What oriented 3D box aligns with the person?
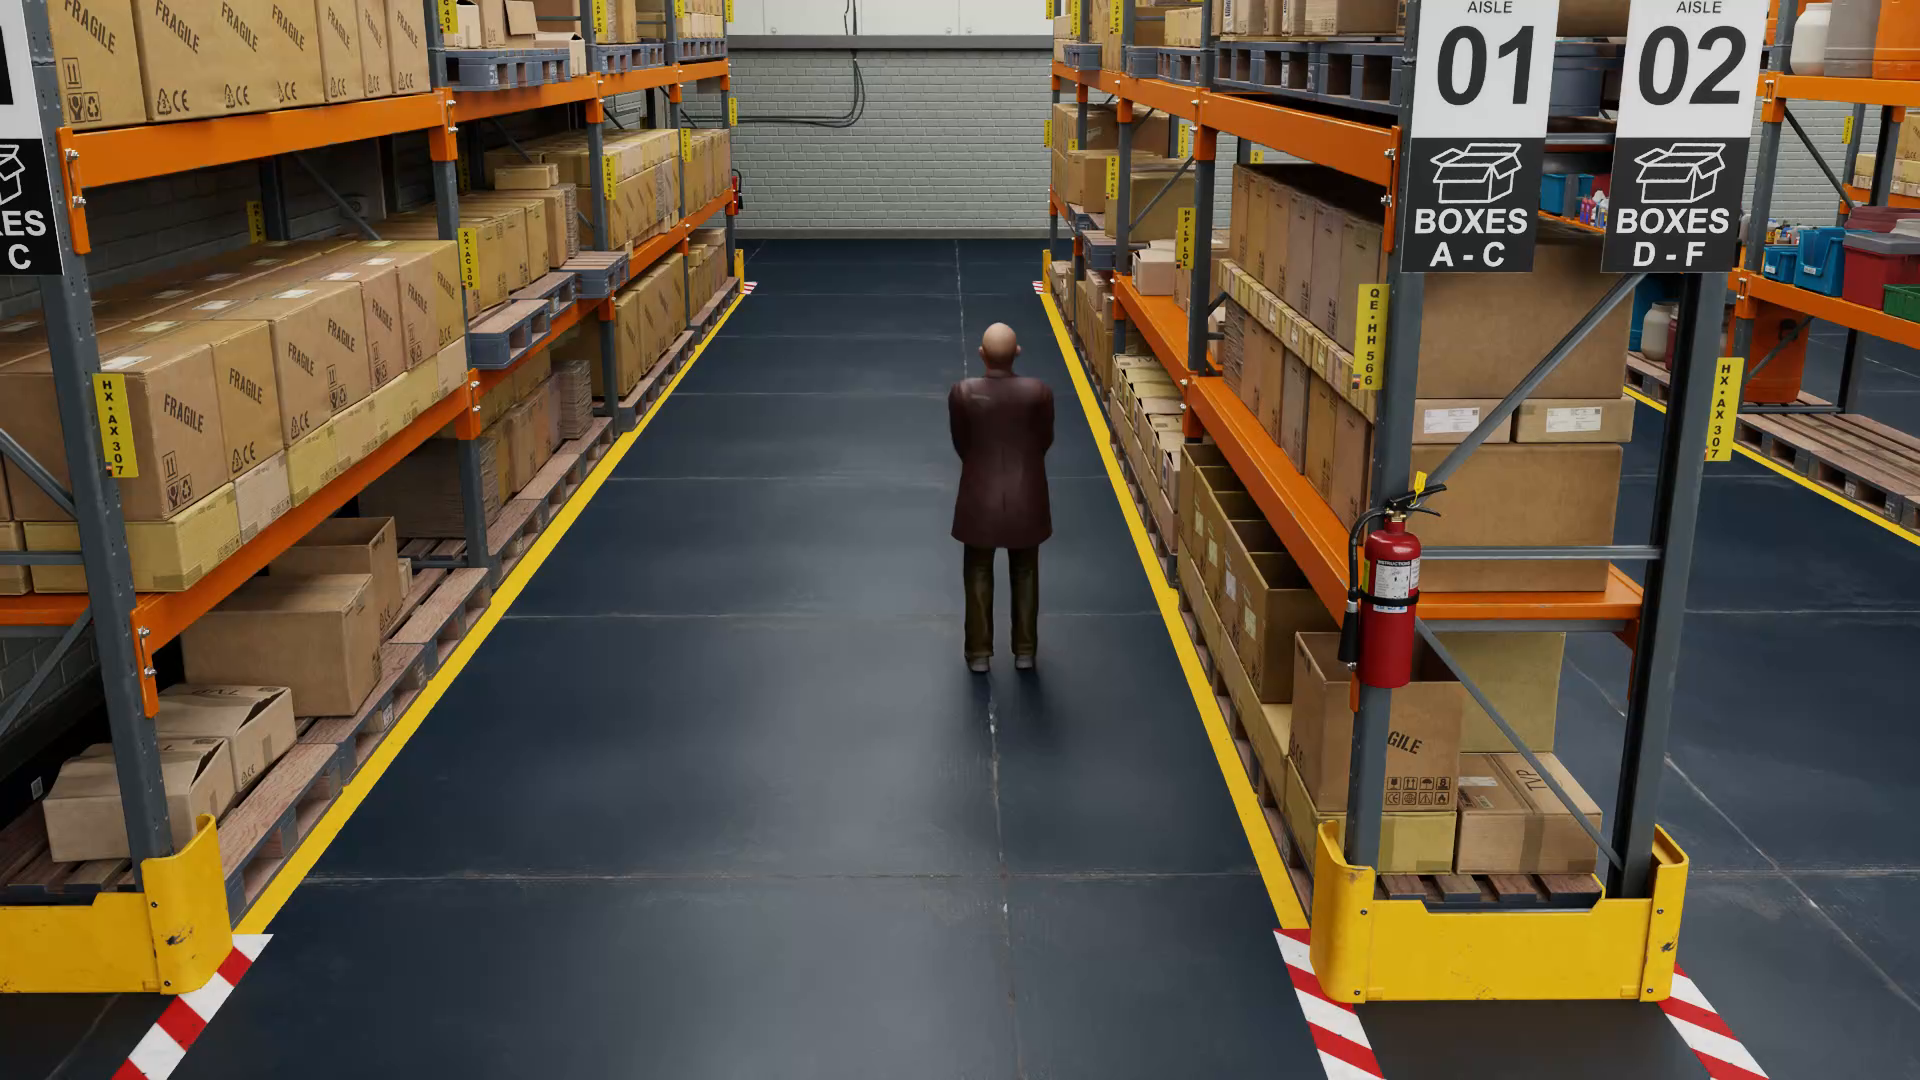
[{"bbox_3d":[0.204,-0.239,8.366,0.527,1.769,0.562,0,17,0],"label":"person"}]
